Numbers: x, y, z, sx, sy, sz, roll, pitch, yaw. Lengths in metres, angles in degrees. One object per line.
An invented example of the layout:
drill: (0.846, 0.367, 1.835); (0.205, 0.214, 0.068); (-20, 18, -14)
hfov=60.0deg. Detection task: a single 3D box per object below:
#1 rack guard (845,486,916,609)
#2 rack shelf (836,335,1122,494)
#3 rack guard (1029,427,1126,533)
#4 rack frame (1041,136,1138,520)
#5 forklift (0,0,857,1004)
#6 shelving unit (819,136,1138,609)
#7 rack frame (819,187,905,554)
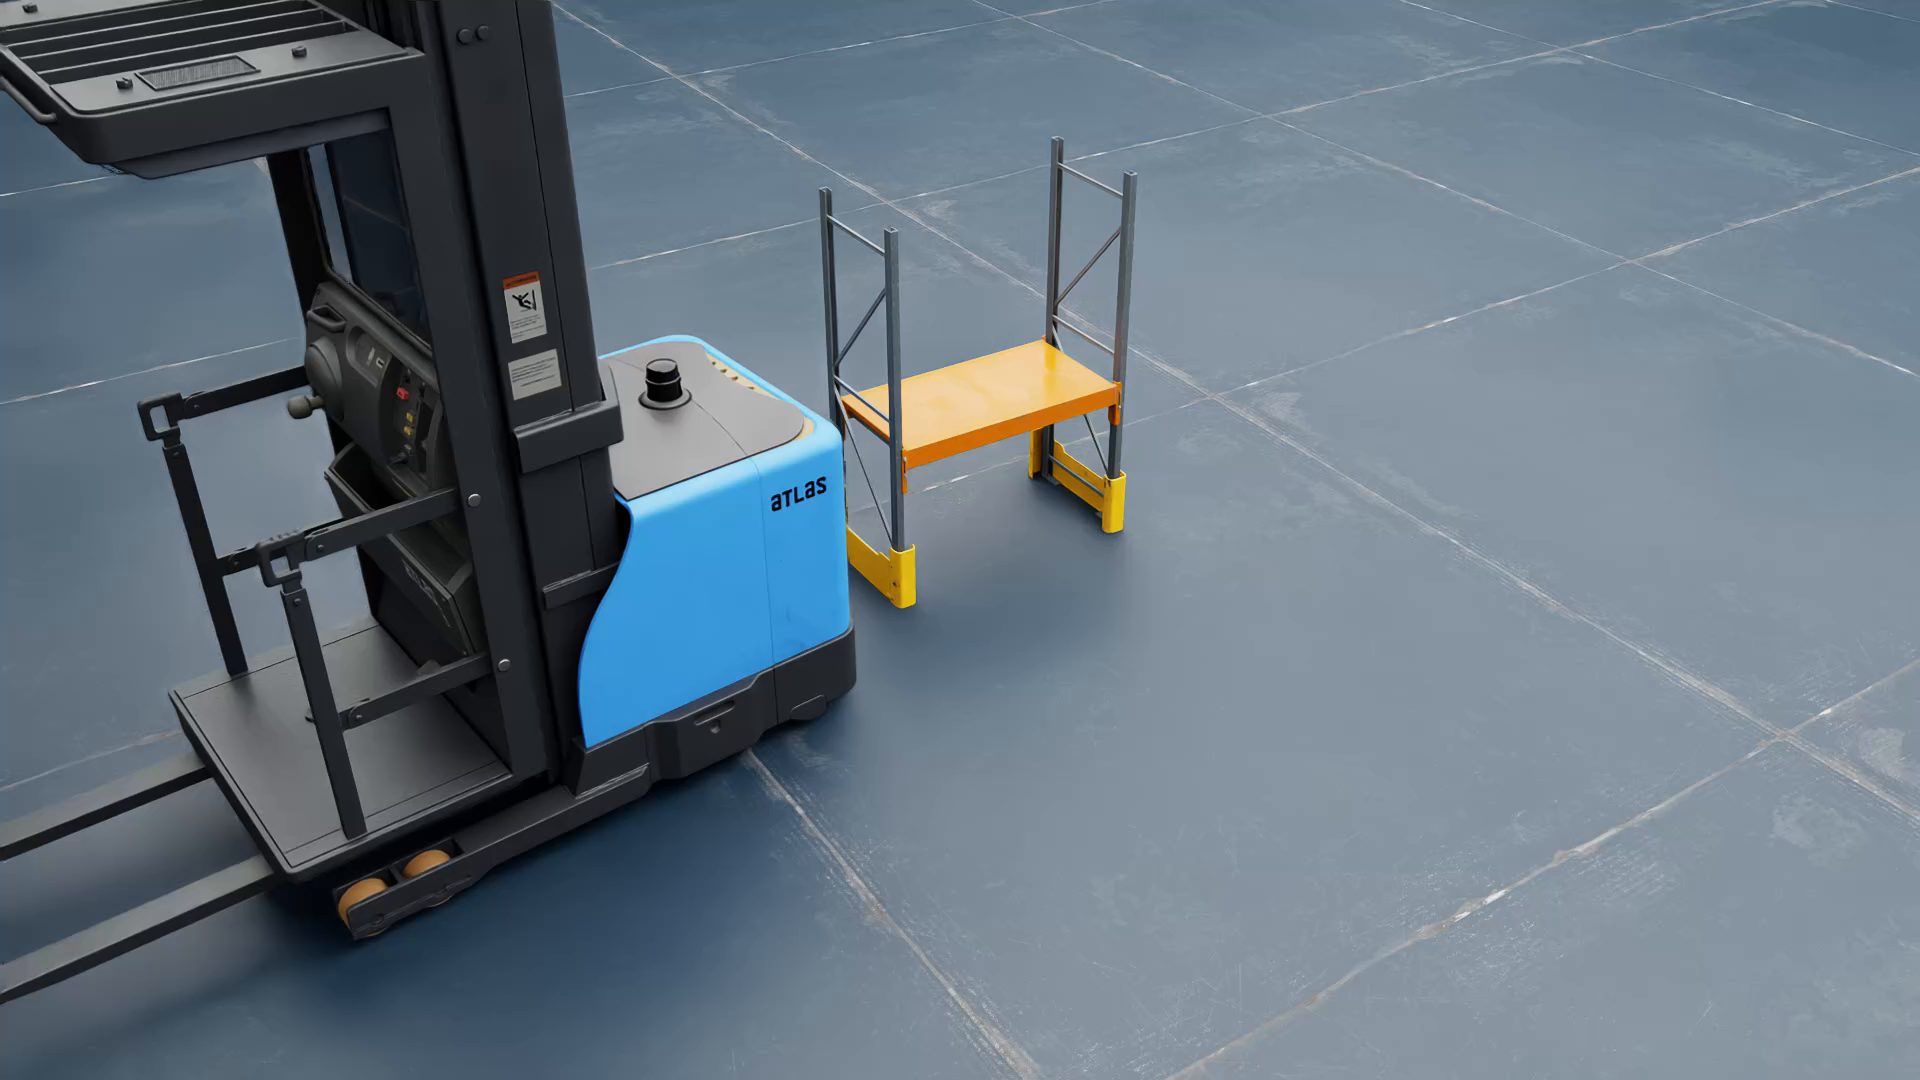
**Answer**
rack guard: (-0.355, 0.016, 6.490); (0.087, 0.250, 0.587); (-19, 37, -27)
rack shelf: (0.072, -0.507, 6.485); (1.000, 0.185, 0.538); (-19, 37, -27)
rack guard: (0.483, -0.272, 6.946); (0.087, 0.250, 0.587); (-19, 37, -27)
rack frame: (0.499, -0.806, 6.622); (0.032, 1.500, 0.500); (-19, 37, -27)
forklift: (-1.829, -0.392, 4.625); (3.031, 2.935, 1.130); (-23, 39, -32)
shelving unit: (0.064, -0.656, 6.385); (1.083, 1.500, 0.587); (-19, 37, -27)
rack frame: (-0.356, -0.512, 6.156); (0.032, 1.500, 0.500); (-19, 37, -27)
